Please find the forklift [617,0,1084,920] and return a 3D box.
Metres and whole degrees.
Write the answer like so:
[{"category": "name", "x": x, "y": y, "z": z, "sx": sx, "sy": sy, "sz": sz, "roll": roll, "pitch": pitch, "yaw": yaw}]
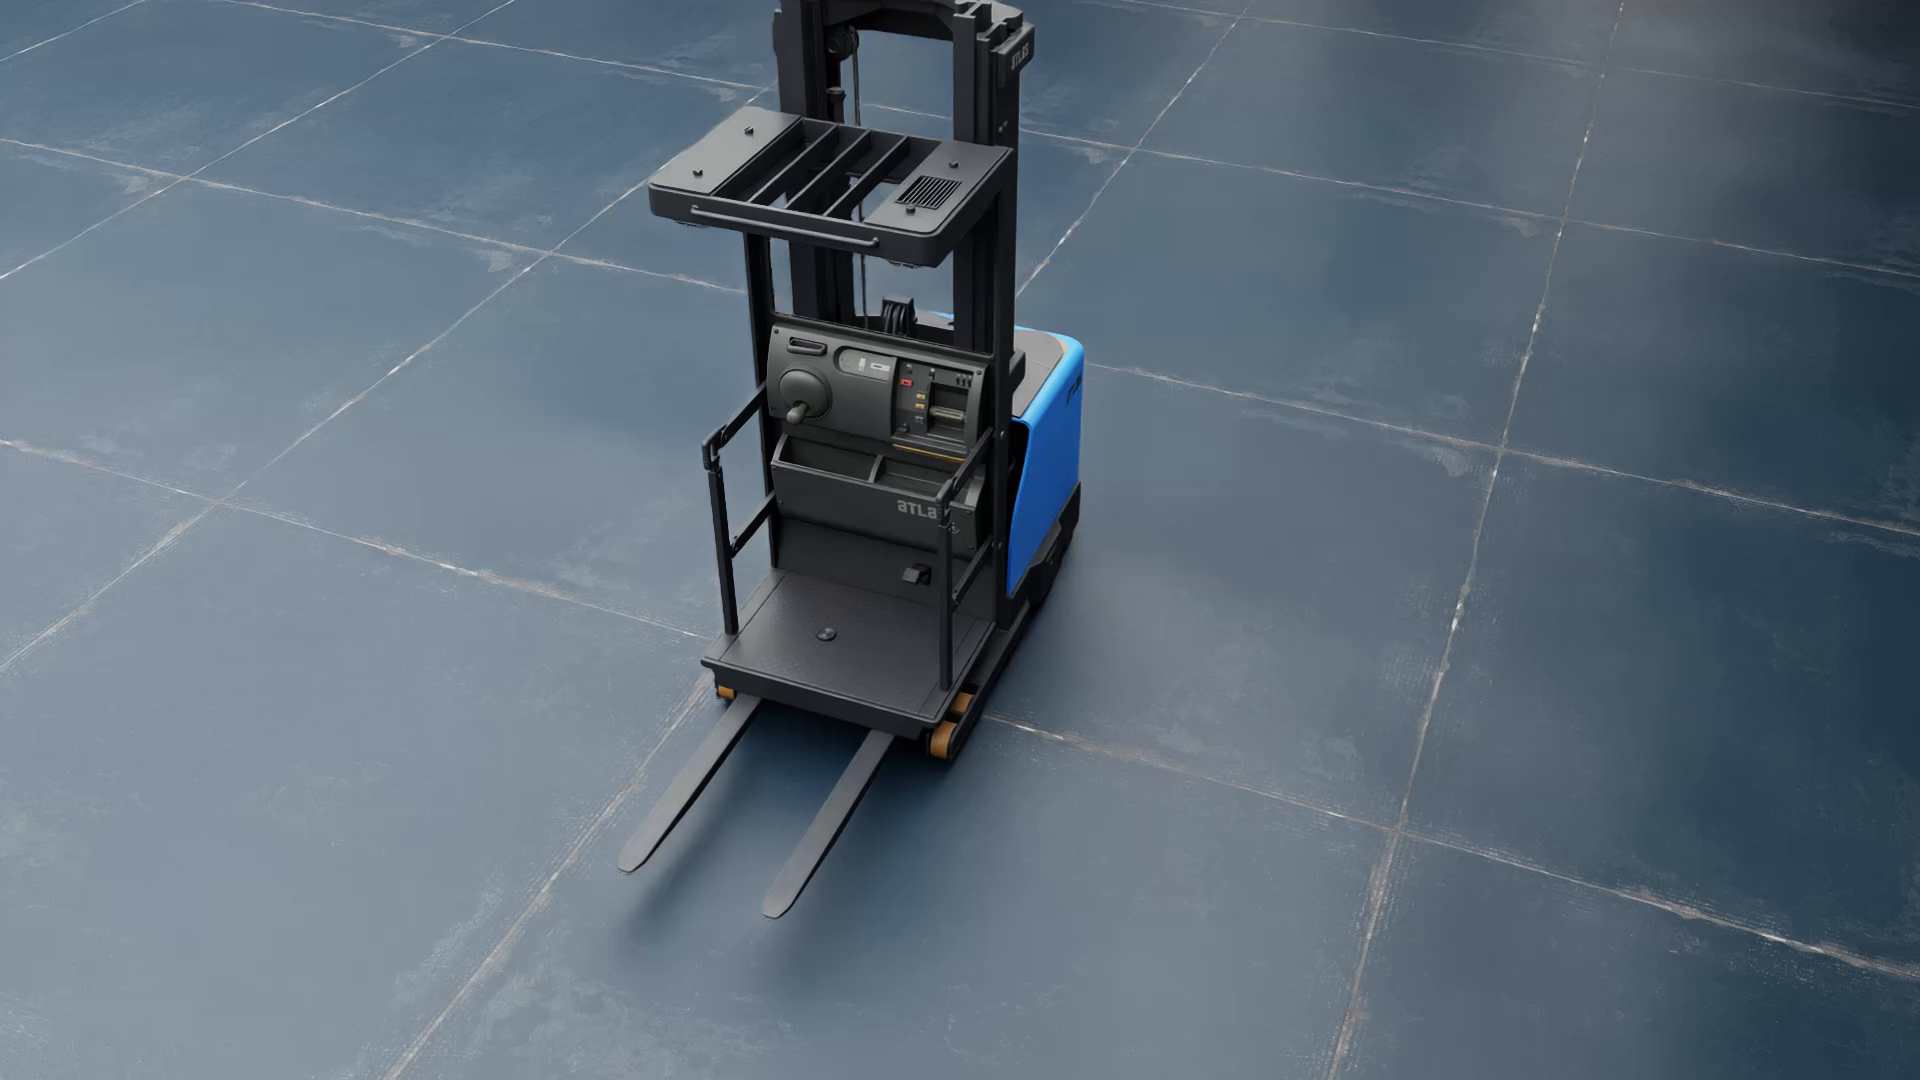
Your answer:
[{"category": "forklift", "x": -0.421, "y": -0.535, "z": 6.518, "sx": 1.130, "sy": 2.935, "sz": 3.031, "roll": 13, "pitch": 39, "yaw": 17}]
